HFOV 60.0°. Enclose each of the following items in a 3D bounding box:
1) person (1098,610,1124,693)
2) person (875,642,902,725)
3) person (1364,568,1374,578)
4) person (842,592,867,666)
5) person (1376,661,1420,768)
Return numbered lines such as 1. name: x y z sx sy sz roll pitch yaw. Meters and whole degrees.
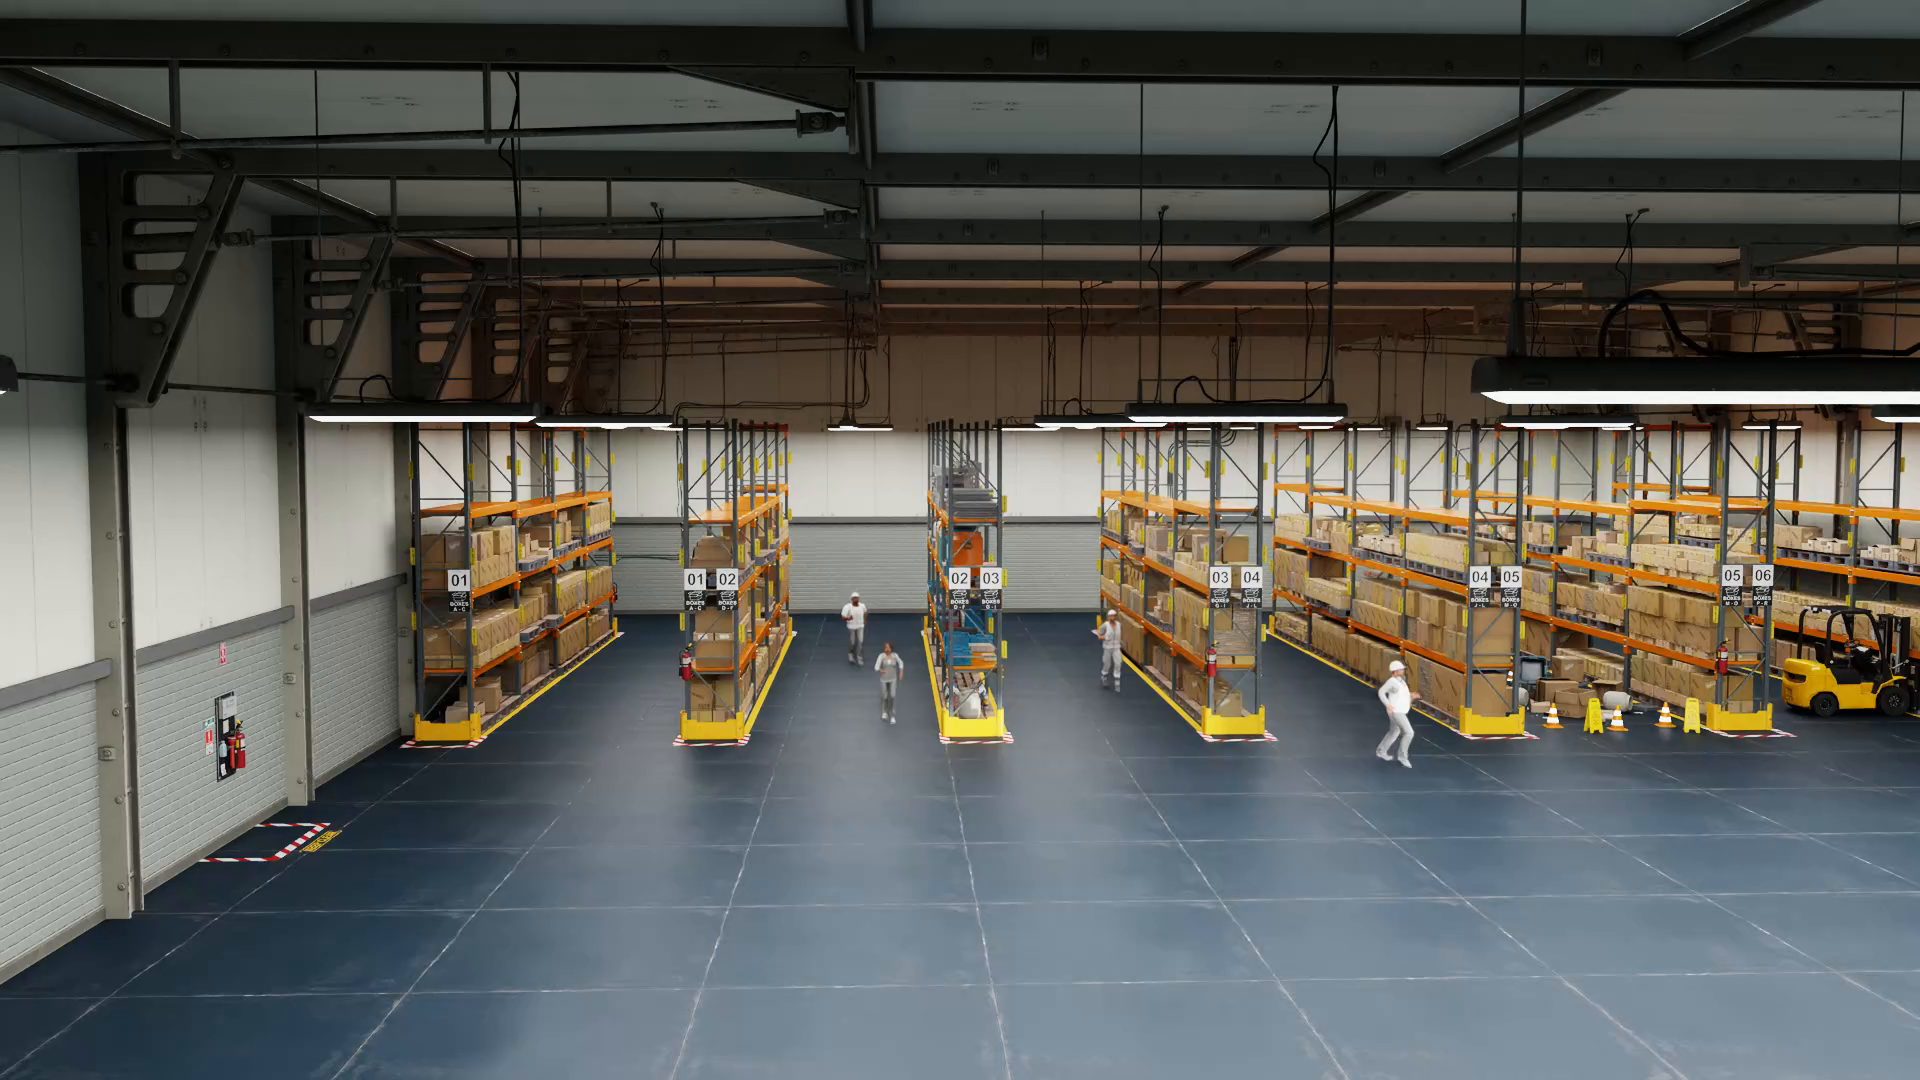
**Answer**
1. person: 3.365 2.451 37.094 0.613 1.823 0.894 -1 4 -10
2. person: -1.406 2.832 32.853 0.559 1.658 0.707 0 4 -5
3. person: 12.142 1.711 49.291 0.874 1.736 0.662 0 4 6
4. person: -2.581 2.176 41.091 0.701 1.765 0.917 -1 4 -17
5. person: 7.551 3.003 28.702 0.757 1.834 0.624 2 4 27
